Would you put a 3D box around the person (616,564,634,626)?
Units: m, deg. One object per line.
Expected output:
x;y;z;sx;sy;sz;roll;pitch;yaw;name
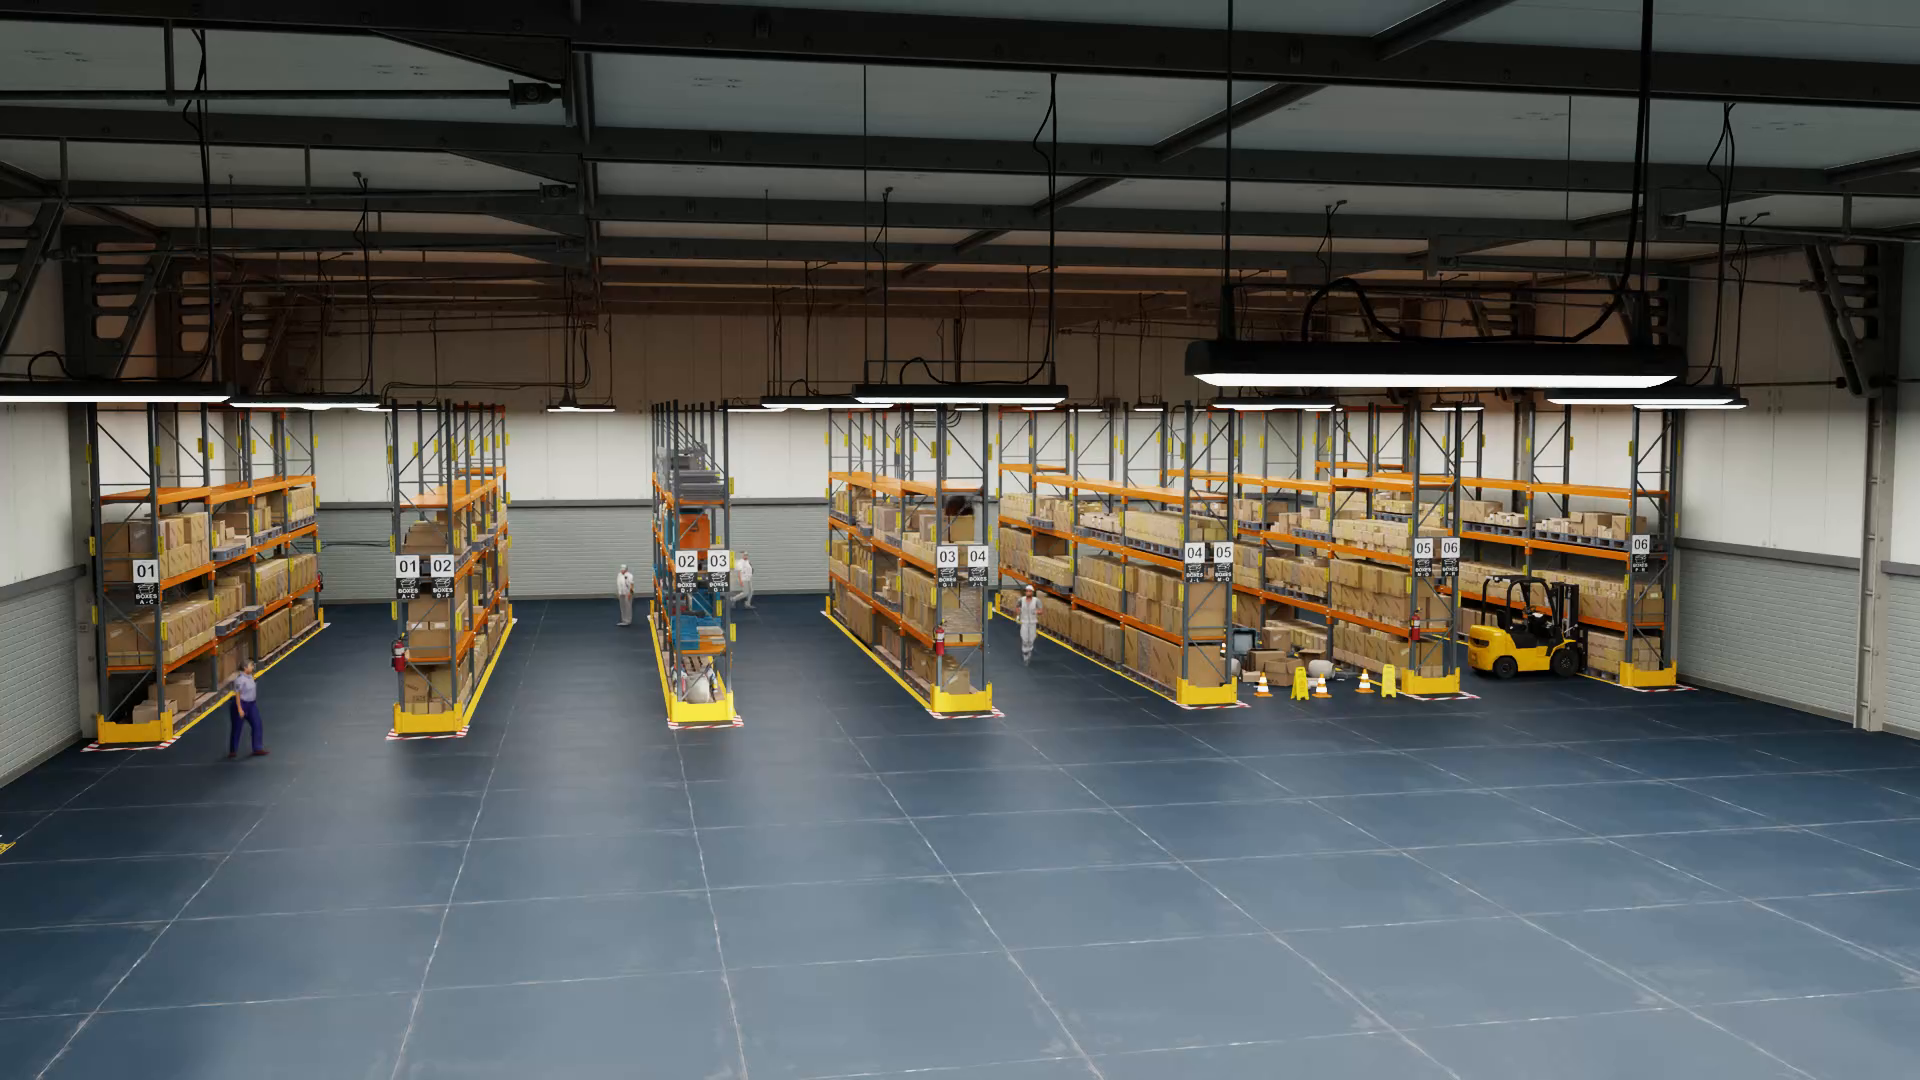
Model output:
-9.116;1.486;45.210;0.502;1.673;0.441;2;5;22;person

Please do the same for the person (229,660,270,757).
-11.980;2.818;27.891;0.614;1.622;0.536;1;5;19;person

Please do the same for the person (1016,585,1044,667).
1.611;1.964;38.194;0.607;1.855;0.791;0;4;-6;person

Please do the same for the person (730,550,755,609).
-6.375;1.164;48.847;0.695;1.739;0.557;0;4;3;person
